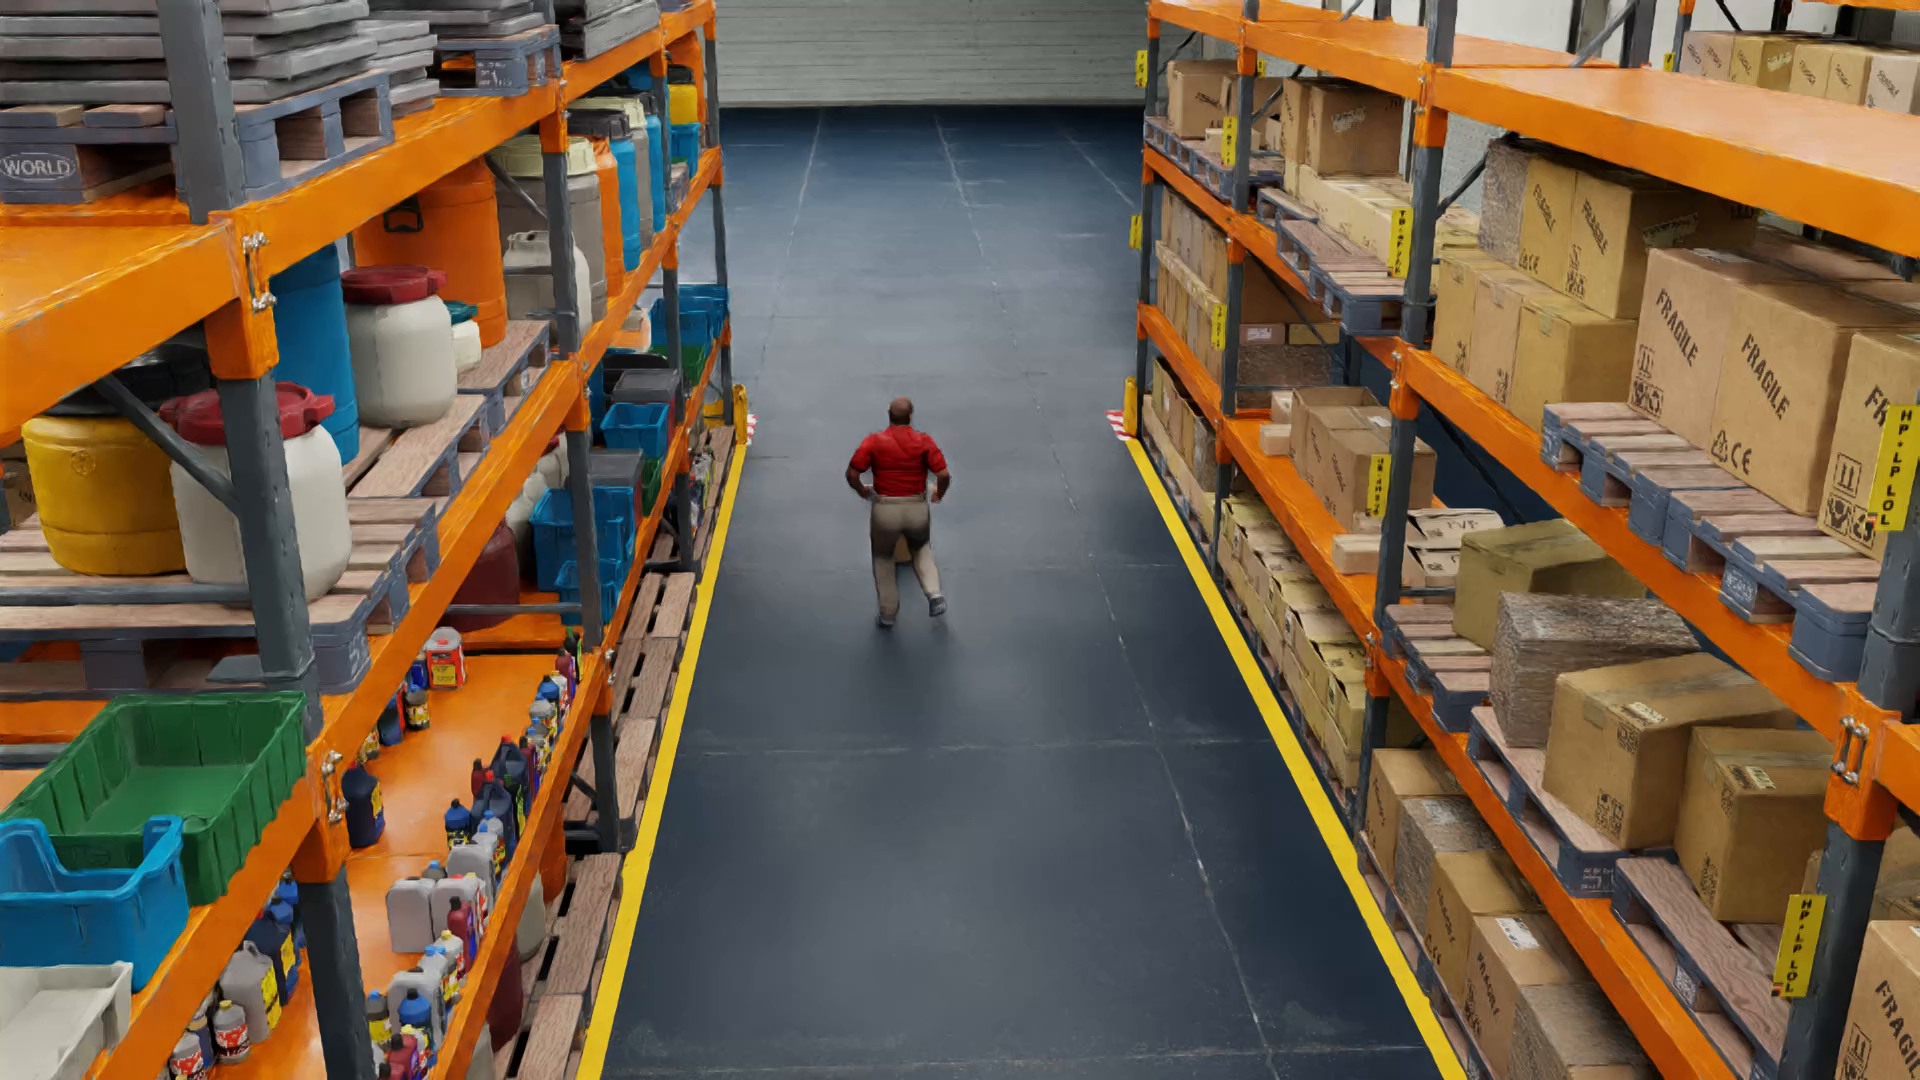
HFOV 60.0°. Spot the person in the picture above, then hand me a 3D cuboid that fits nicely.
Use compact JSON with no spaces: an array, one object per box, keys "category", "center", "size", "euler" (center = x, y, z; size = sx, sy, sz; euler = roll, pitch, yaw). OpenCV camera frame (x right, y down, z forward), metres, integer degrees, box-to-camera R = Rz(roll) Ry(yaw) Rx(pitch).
[{"category":"person","center":[-0.449,-0.214,11.741],"size":[0.717,1.696,0.499],"euler":[-3,21,-9]}]
